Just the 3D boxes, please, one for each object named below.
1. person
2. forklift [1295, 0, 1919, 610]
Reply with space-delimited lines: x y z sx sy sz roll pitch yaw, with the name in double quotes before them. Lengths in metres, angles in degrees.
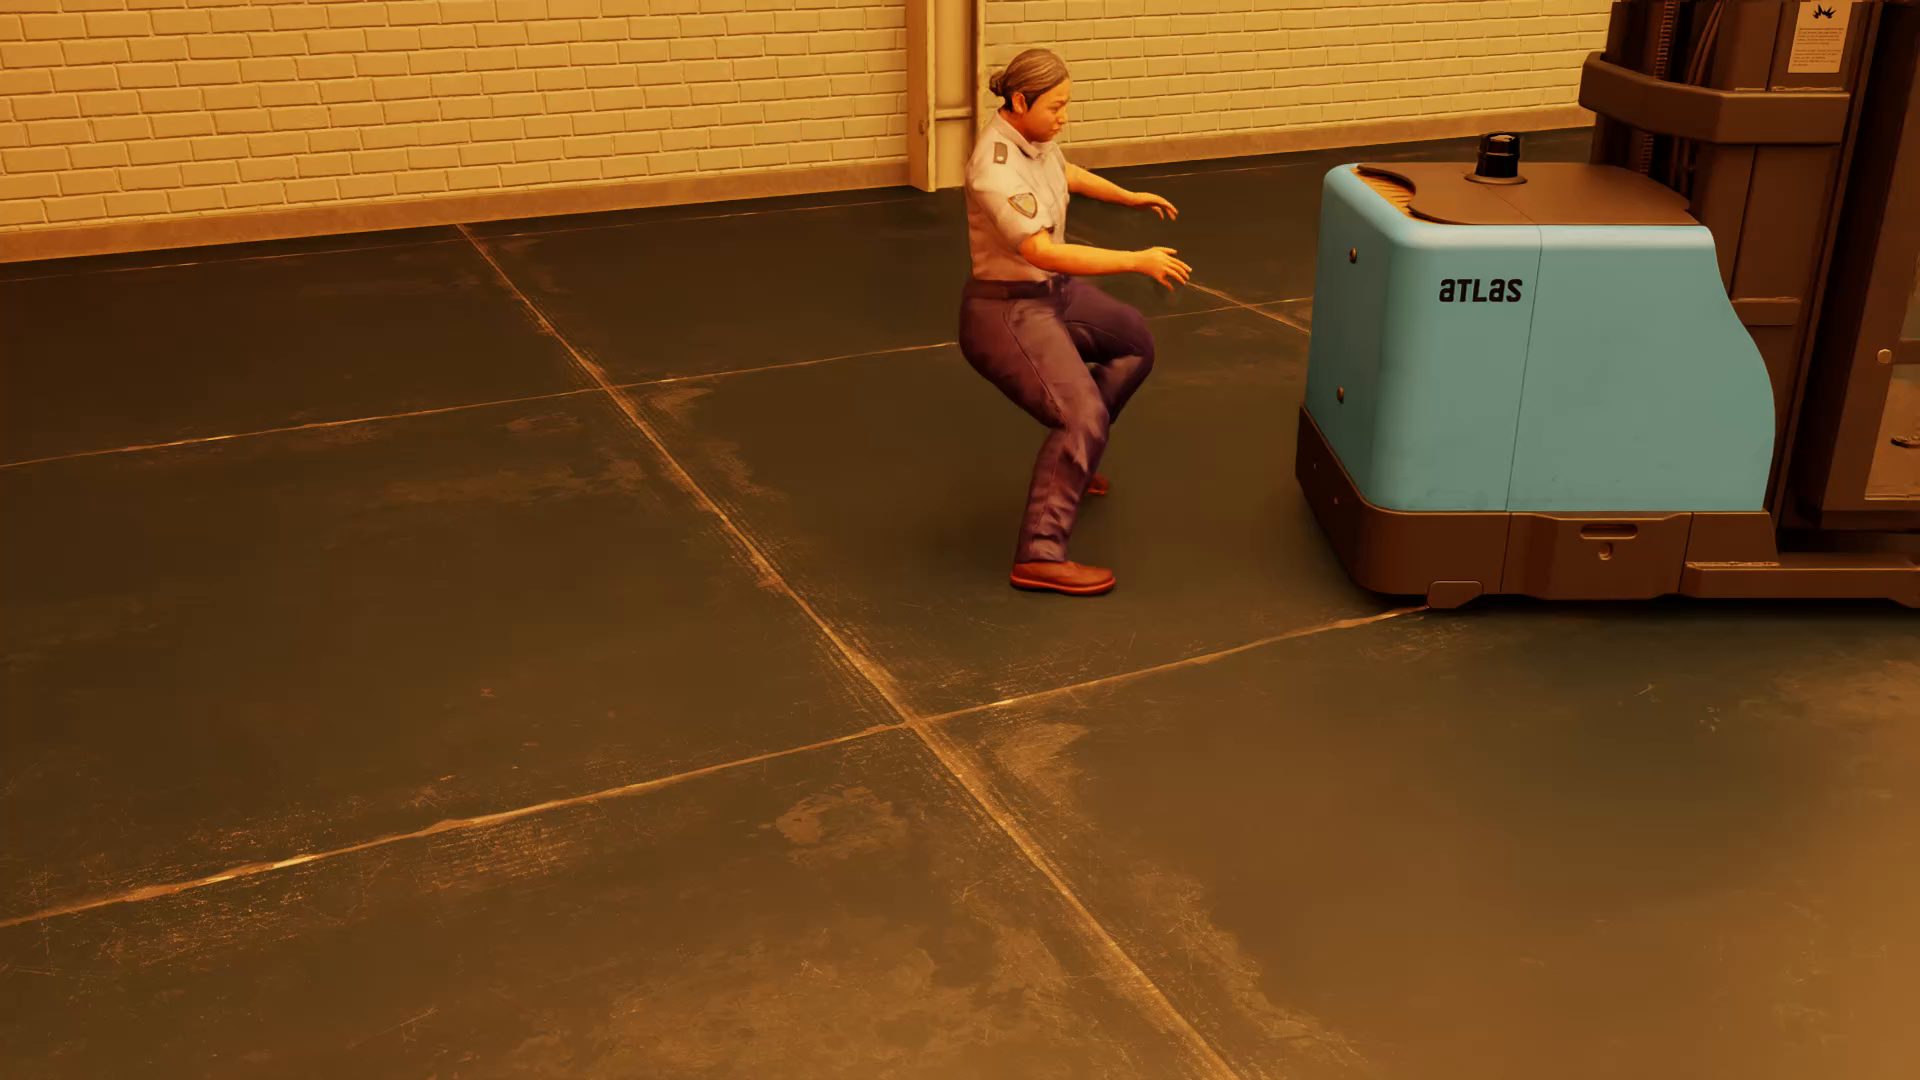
"person" 0.353 -0.686 4.862 0.706 1.455 0.909 7 23 16
"forklift" 2.612 -1.340 4.513 3.031 2.935 1.130 0 23 0
